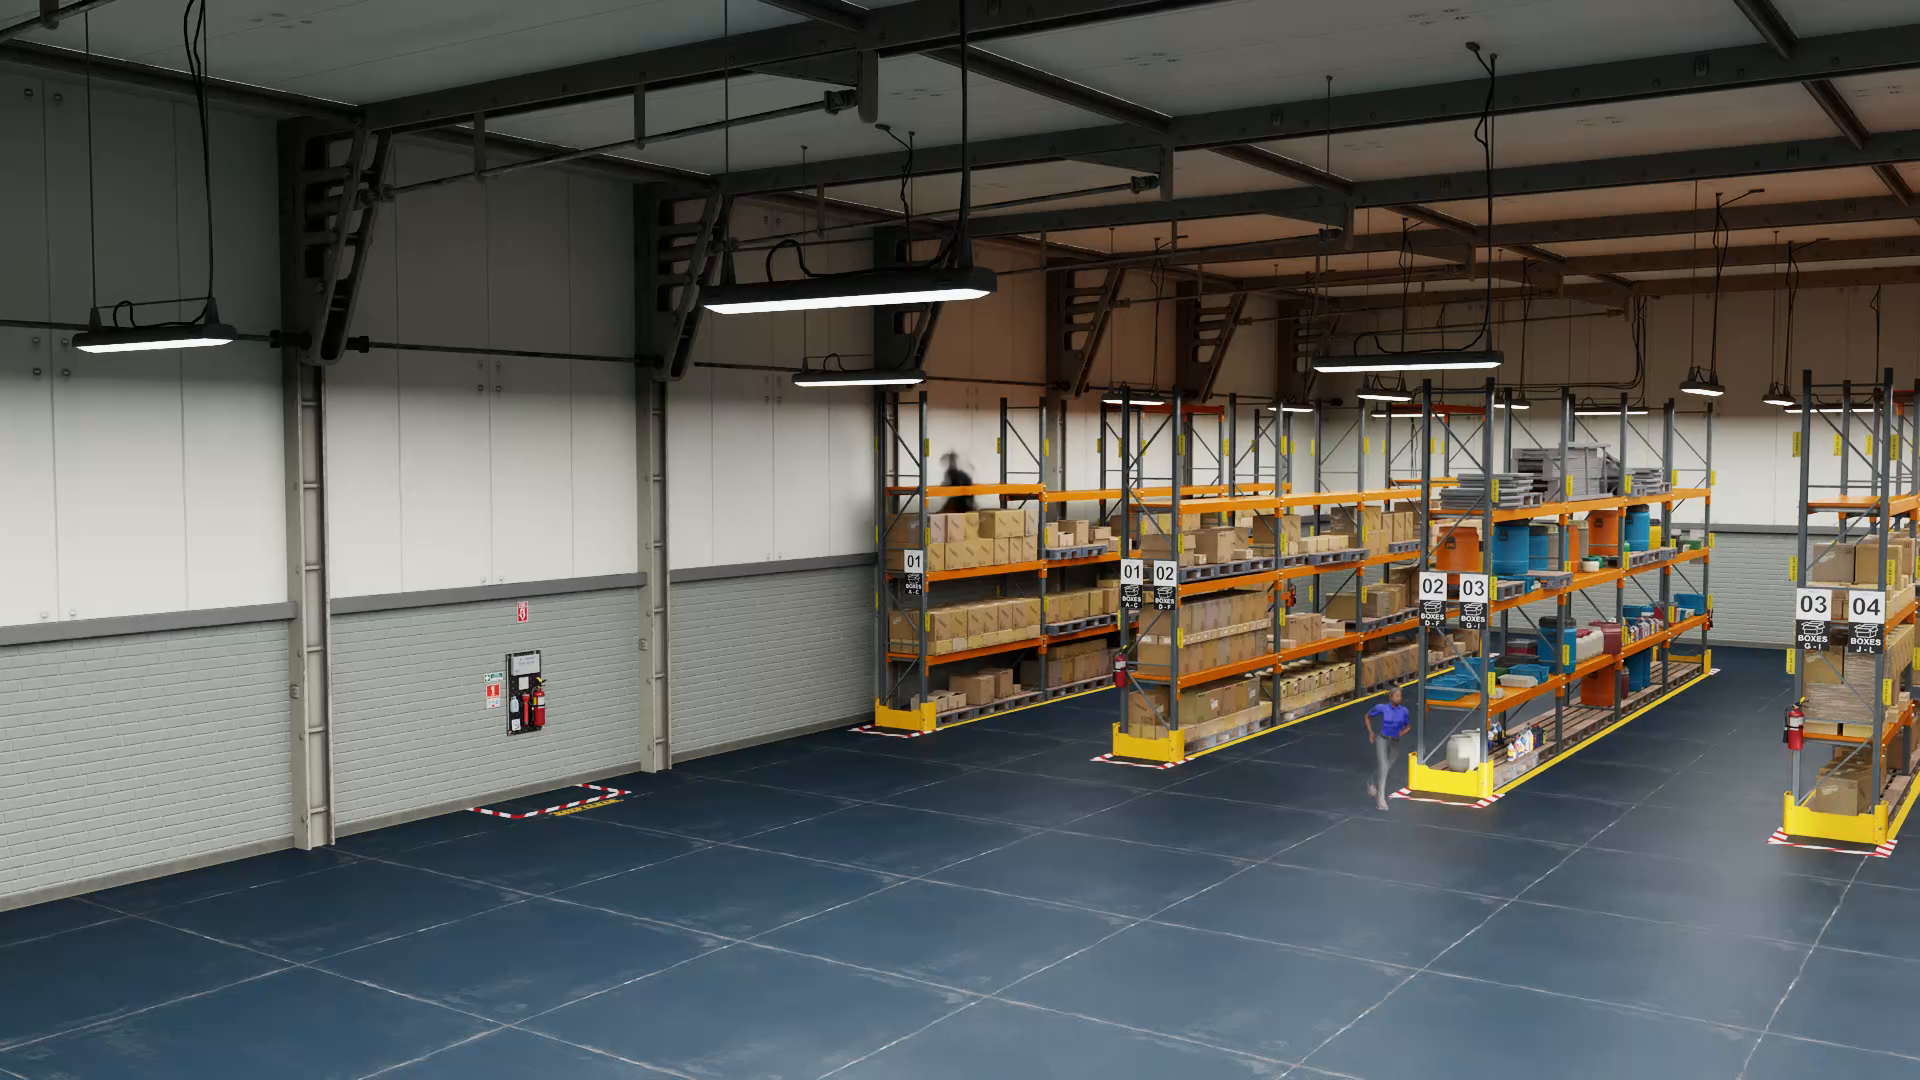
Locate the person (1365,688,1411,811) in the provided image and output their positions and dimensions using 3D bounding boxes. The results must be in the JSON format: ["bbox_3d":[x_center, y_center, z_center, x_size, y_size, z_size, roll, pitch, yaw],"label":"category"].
[{"bbox_3d":[6.030,2.892,23.385,0.612,1.651,0.901,0,3,-9],"label":"person"}]

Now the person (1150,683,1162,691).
[{"bbox_3d":[3.824,2.383,31.673,0.707,1.726,0.753,2,4,27],"label":"person"}]
